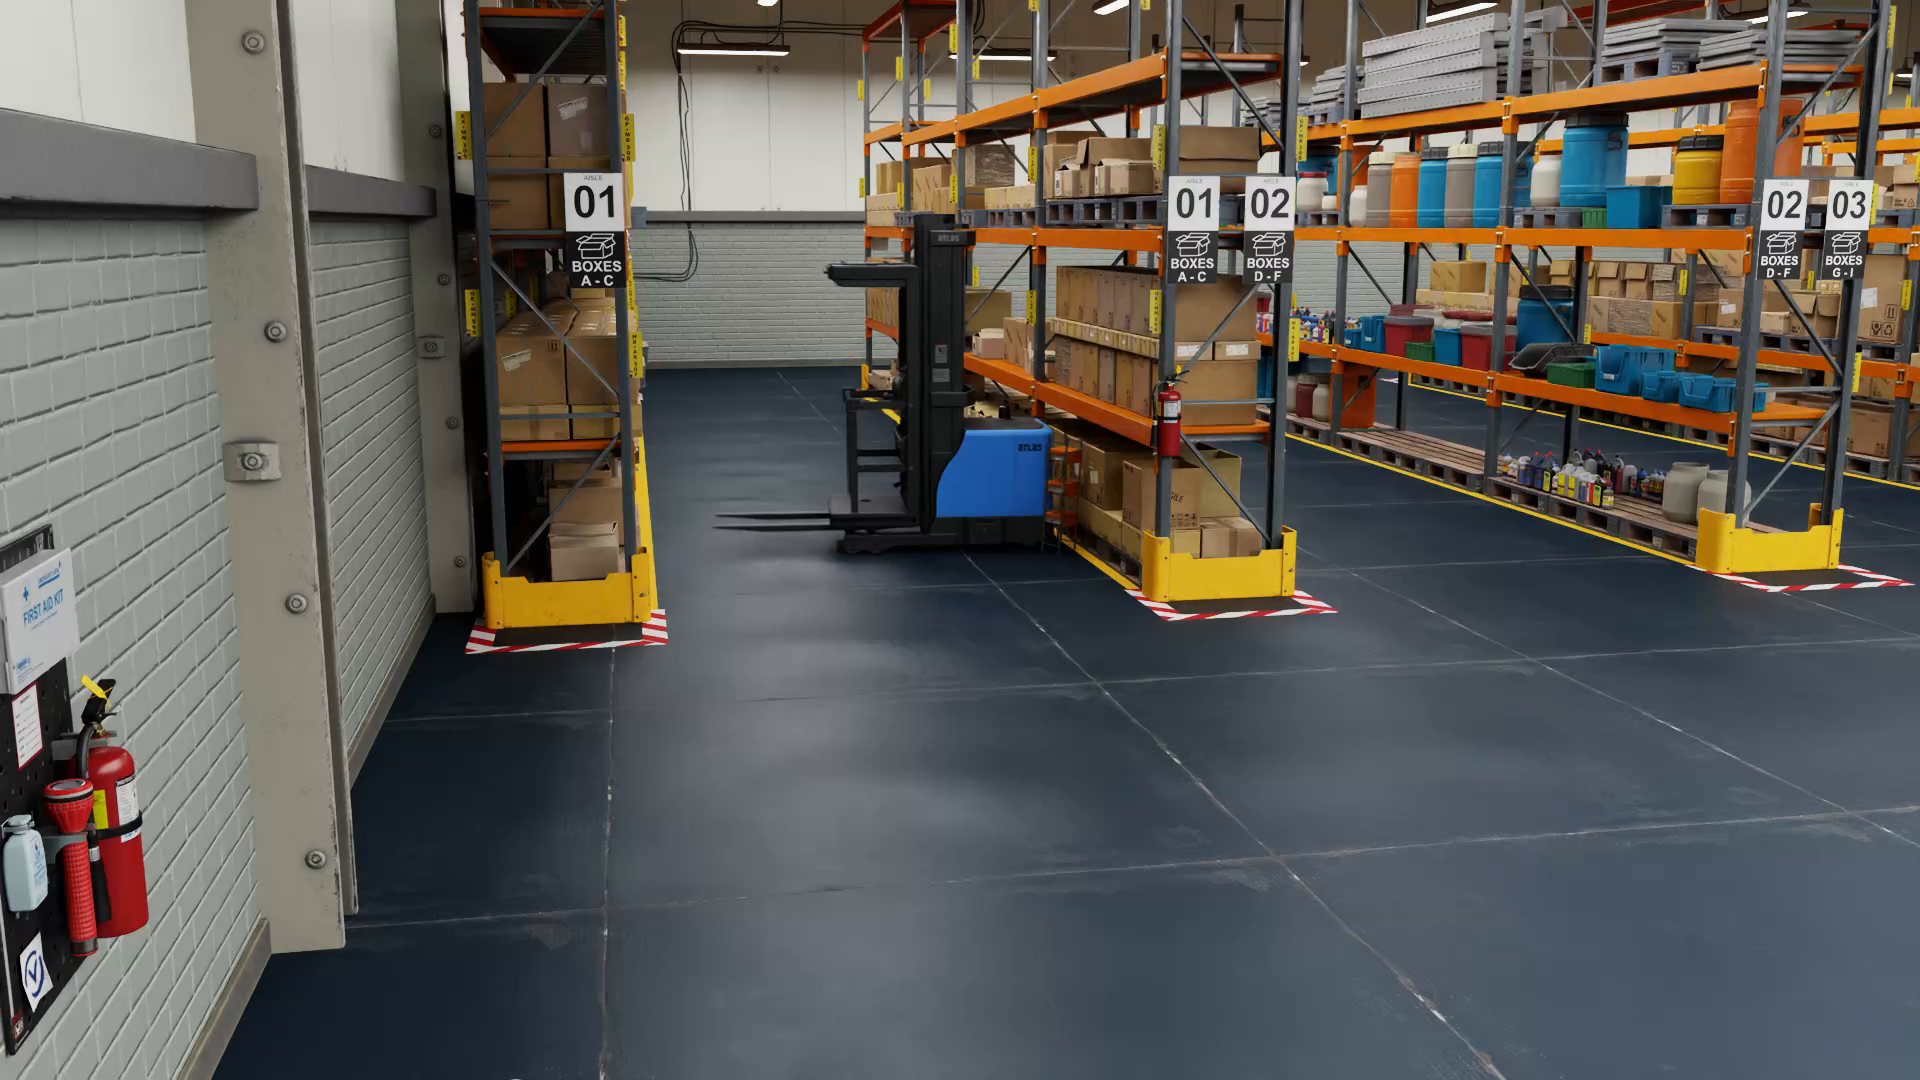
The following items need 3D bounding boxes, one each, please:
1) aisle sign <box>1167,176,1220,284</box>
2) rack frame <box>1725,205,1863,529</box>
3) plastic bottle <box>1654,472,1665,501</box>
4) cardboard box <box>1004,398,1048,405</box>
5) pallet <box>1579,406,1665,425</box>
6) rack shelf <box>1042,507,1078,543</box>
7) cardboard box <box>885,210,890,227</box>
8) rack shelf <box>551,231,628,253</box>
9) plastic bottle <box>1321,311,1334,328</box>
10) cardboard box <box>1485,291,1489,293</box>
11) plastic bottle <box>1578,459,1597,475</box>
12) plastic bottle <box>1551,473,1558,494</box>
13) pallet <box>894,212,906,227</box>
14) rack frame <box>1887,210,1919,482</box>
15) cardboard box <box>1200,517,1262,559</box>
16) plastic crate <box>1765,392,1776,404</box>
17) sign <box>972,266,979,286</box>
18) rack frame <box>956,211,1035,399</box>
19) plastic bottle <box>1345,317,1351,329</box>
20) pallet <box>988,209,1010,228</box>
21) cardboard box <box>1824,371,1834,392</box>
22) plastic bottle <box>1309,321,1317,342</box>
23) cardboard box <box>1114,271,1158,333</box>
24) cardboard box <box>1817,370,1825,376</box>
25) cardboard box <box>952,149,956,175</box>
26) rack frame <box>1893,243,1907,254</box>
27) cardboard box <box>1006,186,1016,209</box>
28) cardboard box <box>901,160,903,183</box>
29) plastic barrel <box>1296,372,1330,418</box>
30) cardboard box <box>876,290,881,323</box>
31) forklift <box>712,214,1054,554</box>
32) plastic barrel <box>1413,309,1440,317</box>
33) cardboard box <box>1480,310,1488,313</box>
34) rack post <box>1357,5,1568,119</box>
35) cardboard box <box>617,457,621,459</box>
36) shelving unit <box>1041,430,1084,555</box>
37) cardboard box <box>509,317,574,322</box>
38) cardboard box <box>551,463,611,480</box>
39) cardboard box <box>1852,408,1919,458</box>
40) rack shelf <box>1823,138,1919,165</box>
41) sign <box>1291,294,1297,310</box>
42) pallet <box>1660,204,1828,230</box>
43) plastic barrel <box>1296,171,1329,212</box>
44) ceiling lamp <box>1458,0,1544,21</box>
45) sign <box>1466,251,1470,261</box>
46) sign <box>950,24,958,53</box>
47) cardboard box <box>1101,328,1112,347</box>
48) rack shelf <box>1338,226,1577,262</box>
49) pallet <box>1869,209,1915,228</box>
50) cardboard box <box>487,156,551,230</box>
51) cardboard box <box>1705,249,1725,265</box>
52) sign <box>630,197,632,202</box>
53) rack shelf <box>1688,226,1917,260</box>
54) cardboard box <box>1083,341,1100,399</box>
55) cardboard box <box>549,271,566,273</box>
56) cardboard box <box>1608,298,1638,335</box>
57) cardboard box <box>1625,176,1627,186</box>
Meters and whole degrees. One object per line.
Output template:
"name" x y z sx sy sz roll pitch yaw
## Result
"aisle sign" 1.740 -2.309 12.405 0.394 0.787 0.004 -2 11 -11
"rack frame" 6.874 -1.234 13.710 1.000 3.000 0.127 -2 11 -11
"plastic bottle" 6.761 -0.516 16.061 0.097 0.271 0.097 0 11 0
"cardboard box" 0.802 -1.566 20.184 0.500 0.311 0.500 -2 11 -10
"pallet" 9.864 -1.882 24.573 1.003 0.211 1.213 -2 11 -11
"rack shelf" 0.884 -0.137 14.667 0.215 0.259 0.240 13 16 35
"cardboard box" -0.867 -4.918 25.446 0.500 0.250 0.500 -2 11 -11
"rack shelf" -4.788 -3.828 21.240 1.077 0.370 4.000 -2 11 -11
"plastic bottle" 5.131 -3.022 23.235 0.144 0.351 0.185 -2 11 -11
"cardboard box" 9.173 -4.155 28.665 0.500 0.250 0.500 -3 11 -13
"plastic bottle" 6.401 -0.693 16.975 0.152 0.276 0.135 -2 11 -11
"plastic bottle" 5.915 -0.558 16.469 0.097 0.201 0.097 0 11 0
"pallet" -0.261 -4.514 23.426 1.213 0.211 1.003 -2 11 -11
"rack frame" 10.955 -2.148 18.511 1.000 3.000 0.127 -2 11 -11
"cardboard box" 2.129 -0.016 13.544 0.500 0.250 0.500 -2 11 -11
"plastic crate" 7.016 -1.280 14.659 0.298 0.136 0.250 -2 11 -11
"sign" 0.225 -3.845 24.332 0.100 0.325 0.005 -2 11 -11
"rack frame" 0.459 -2.522 20.476 1.000 3.000 0.127 -2 11 -11
"plastic bottle" 5.371 -2.948 23.031 0.061 0.283 0.133 -2 11 -11
"pallet" 0.899 -3.576 18.500 1.003 0.211 1.213 -2 11 -8
"cardboard box" 14.167 -2.610 26.502 0.500 0.500 0.500 -2 11 -9
"plastic bottle" 4.734 -2.796 22.264 0.097 0.271 0.097 0 11 0
"cardboard box" 1.720 -2.025 14.131 0.700 0.500 0.500 -2 11 -11
"cardboard box" 14.527 -2.807 27.680 0.380 0.149 0.250 -2 11 -8
"cardboard box" 0.182 -4.803 21.497 0.500 0.500 0.500 -2 11 -11
"rack frame" 18.342 -4.709 31.968 1.000 3.000 0.127 -2 11 -11
"cardboard box" 0.822 -3.846 18.689 0.500 0.250 0.500 -2 11 -12
"cardboard box" -0.513 -5.545 25.398 0.700 0.500 0.500 -2 11 -11
"plastic barrel" 4.987 -2.019 23.162 0.600 0.588 0.708 -2 11 -11
"cardboard box" -1.069 -3.760 26.717 0.500 0.500 0.500 -2 11 -11
"forklift" -0.710 -1.422 14.883 3.031 2.935 1.130 -1 11 -6
"plastic barrel" 5.728 -2.575 20.458 0.421 0.512 0.421 0 11 0
"cardboard box" 8.818 -3.724 27.466 0.380 0.149 0.250 -2 11 -10
"rack post" 5.629 -5.371 18.866 1.013 1.000 3.121 -2 11 -11
"cardboard box" -4.208 -1.199 19.035 0.700 0.500 0.500 -2 11 -10
"shelving unit" 0.899 -0.418 14.601 0.215 1.050 0.252 13 16 35
"cardboard box" -3.546 -1.631 14.141 0.500 0.500 0.500 -2 11 -9
"cardboard box" -3.380 -0.406 14.872 0.500 0.500 0.500 -3 11 -15
"cardboard box" 10.856 -1.249 19.299 0.700 0.500 0.500 -3 11 -15
"rack shelf" 14.673 -5.807 24.687 1.077 0.370 4.000 -2 11 -11
"sign" 5.080 -3.590 25.351 0.100 0.325 0.005 -2 11 -11
"pallet" 6.809 -2.770 14.263 1.003 0.211 1.213 -2 11 -11
"plastic barrel" 4.826 -4.767 22.766 0.433 0.535 0.433 0 11 0
"ceiling lamp" 10.586 -10.748 32.038 2.000 3.185 0.800 -2 11 -11
"sign" 9.156 -5.051 30.034 0.100 0.325 0.005 -2 11 -11
"sign" -0.071 -5.945 19.708 0.100 0.325 0.005 -2 11 -11
"cardboard box" 1.450 -1.770 14.523 0.380 0.149 0.250 -2 11 -12
"rack shelf" 5.707 -3.454 19.279 1.077 0.370 4.000 -2 11 -11
"pallet" 10.939 -3.646 18.863 1.213 0.211 1.003 -2 11 -11
"cardboard box" -3.173 -2.473 11.879 0.500 0.500 0.500 -1 11 -7
"cardboard box" 13.516 -4.916 29.320 0.500 0.500 0.500 -2 11 -12
"sign" -3.867 -4.088 19.299 0.100 0.325 0.005 -2 11 -11
"rack shelf" 10.566 -3.635 20.225 1.077 0.370 4.000 -2 11 -11
"cardboard box" 1.532 -1.567 15.195 0.700 0.500 0.500 -2 11 -10
"cardboard box" -5.343 -3.554 22.778 0.500 0.250 0.500 -2 11 -9
"cardboard box" 9.642 -3.199 23.766 0.500 0.500 0.500 -2 11 -13
"cardboard box" 9.759 -4.986 24.000 0.797 0.503 0.637 -2 11 -12
